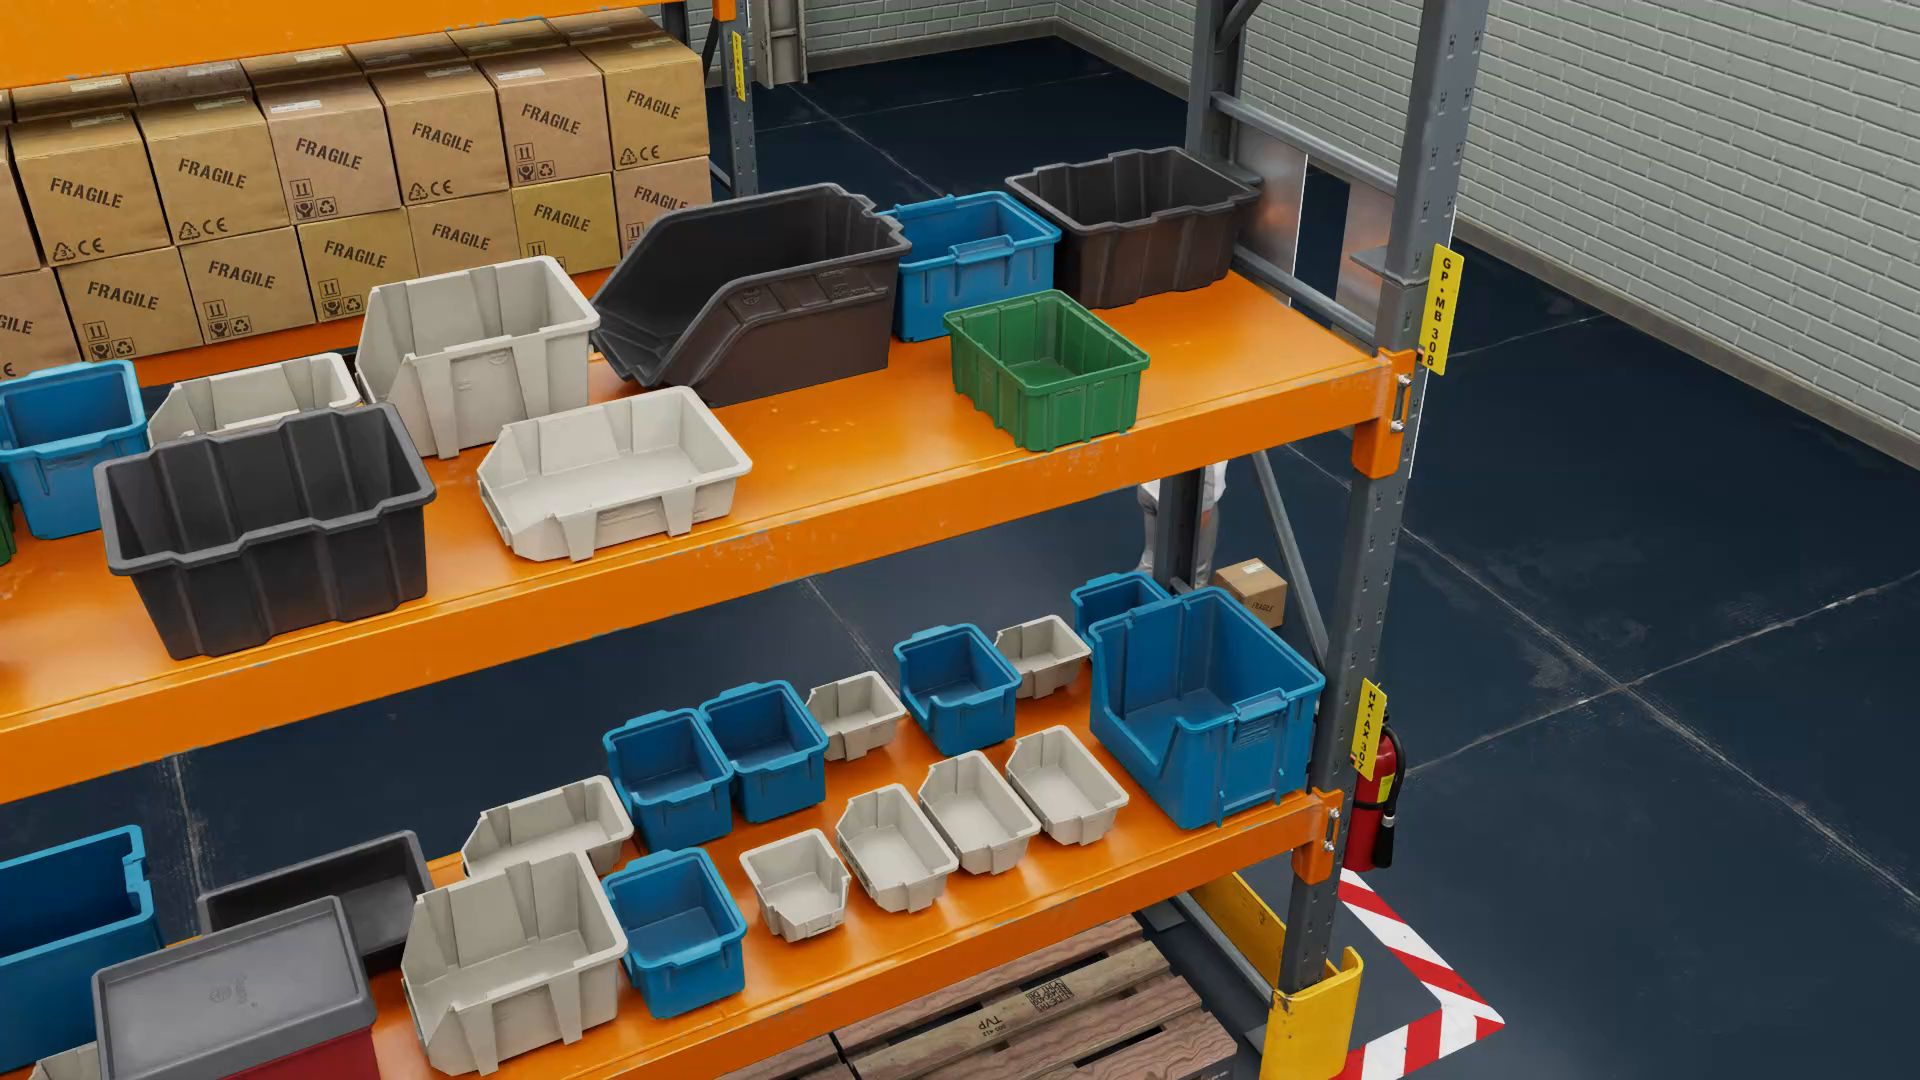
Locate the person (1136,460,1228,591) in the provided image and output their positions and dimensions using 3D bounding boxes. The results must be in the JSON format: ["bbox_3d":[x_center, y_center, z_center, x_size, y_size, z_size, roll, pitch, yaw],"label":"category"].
[{"bbox_3d":[0.979,-0.242,7.498,0.360,1.767,0.533,-15,36,-22],"label":"person"}]
